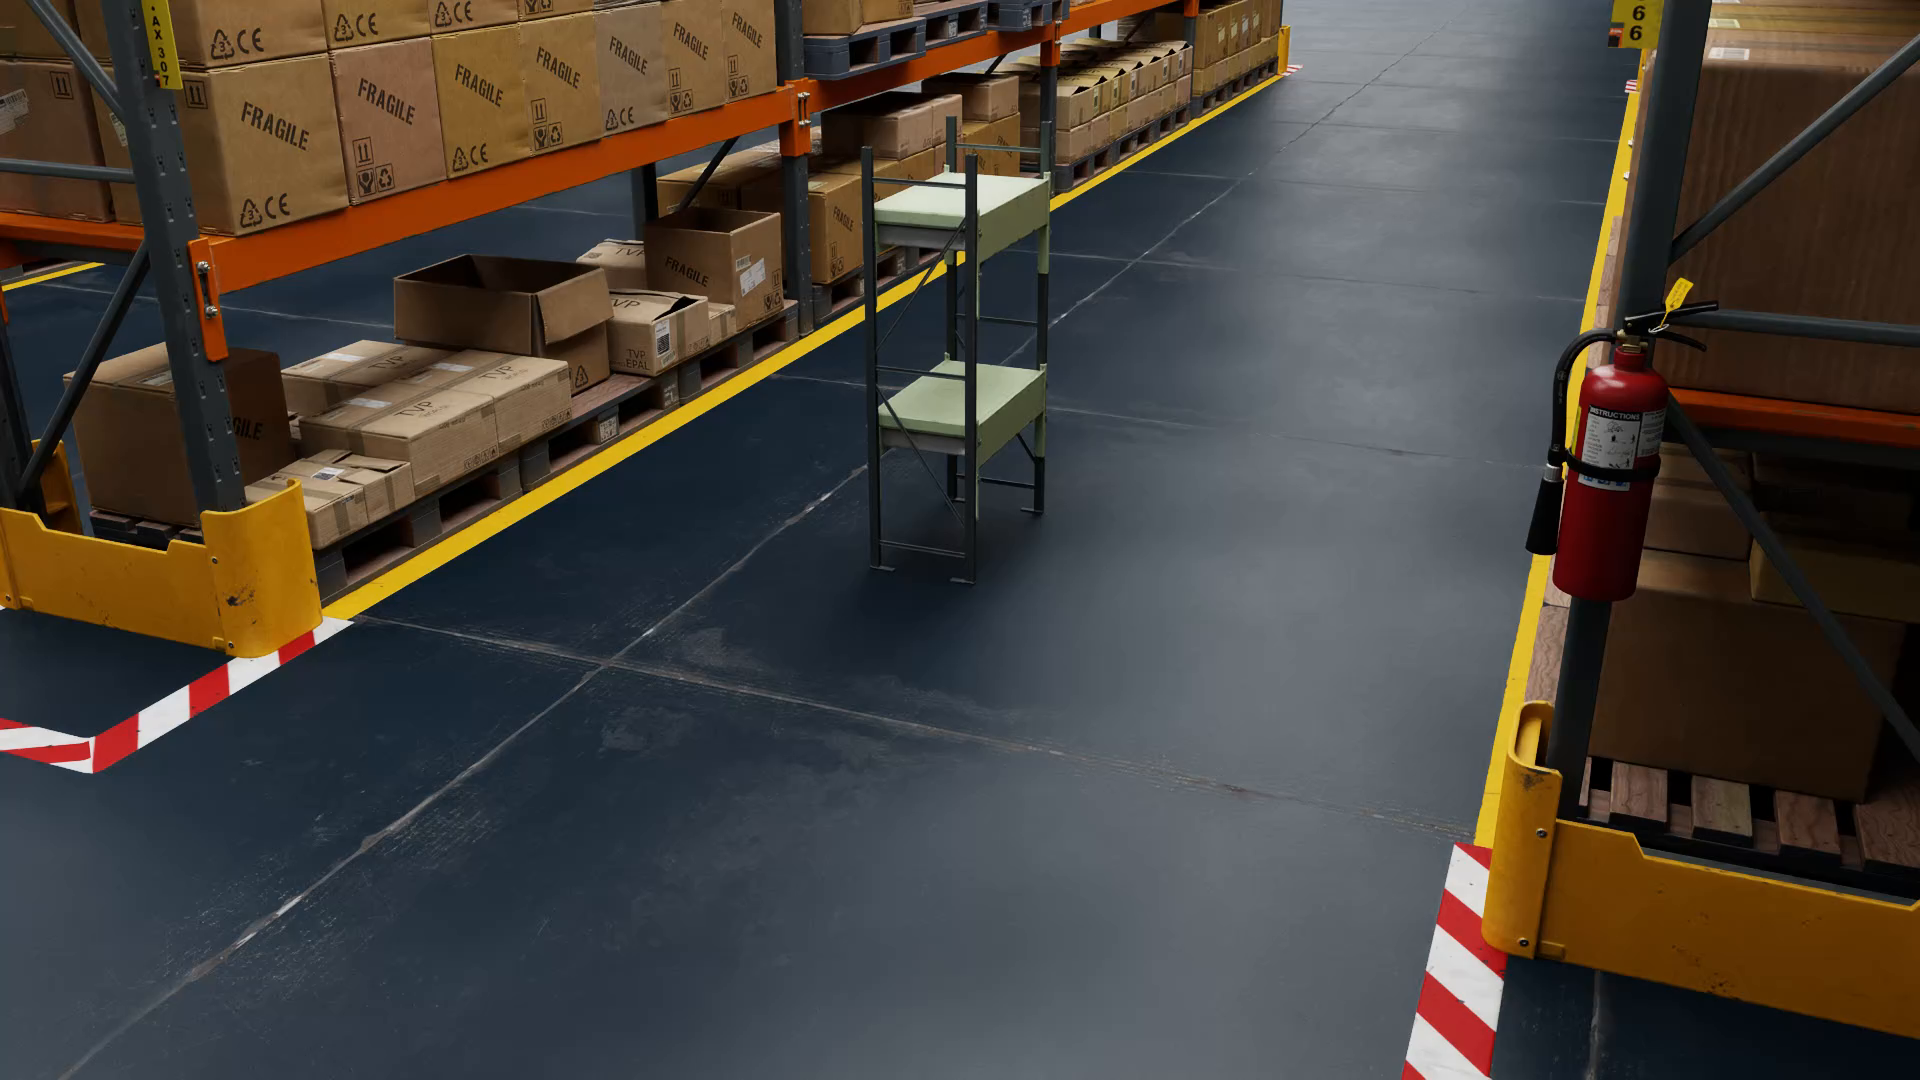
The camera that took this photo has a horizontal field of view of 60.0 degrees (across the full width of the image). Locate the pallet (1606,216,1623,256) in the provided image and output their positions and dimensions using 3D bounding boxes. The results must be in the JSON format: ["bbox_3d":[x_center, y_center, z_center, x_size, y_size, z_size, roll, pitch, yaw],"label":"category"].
[{"bbox_3d":[4.454,-1.710,10.071,1.003,0.211,1.213,9,24,20],"label":"pallet"}]

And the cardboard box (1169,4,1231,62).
[{"bbox_3d":[2.343,-4.980,16.330,0.500,0.500,0.500,9,24,20],"label":"cardboard box"}]

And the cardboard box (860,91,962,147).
[{"bbox_3d":[-0.307,-2.616,10.321,0.500,0.250,0.500,8,24,19],"label":"cardboard box"}]

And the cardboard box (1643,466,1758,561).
[{"bbox_3d":[1.890,-0.082,4.412,0.380,0.149,0.250,8,24,19],"label":"cardboard box"}]

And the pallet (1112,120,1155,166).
[{"bbox_3d":[1.012,-3.414,14.149,1.003,0.211,1.213,9,24,20],"label":"pallet"}]

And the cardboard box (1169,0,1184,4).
[{"bbox_3d":[2.050,-5.233,16.935,0.500,0.500,0.500,9,24,20],"label":"cardboard box"}]

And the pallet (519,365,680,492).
[{"bbox_3d":[-1.978,-0.574,7.351,1.003,0.211,1.213,9,24,20],"label":"pallet"}]

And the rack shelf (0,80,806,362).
[{"bbox_3d":[-2.013,-1.497,6.876,1.077,0.370,4.000,9,24,20],"label":"rack shelf"}]

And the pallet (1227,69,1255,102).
[{"bbox_3d":[2.487,-4.838,17.558,1.003,0.211,1.213,9,24,20],"label":"pallet"}]

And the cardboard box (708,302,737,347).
[{"bbox_3d":[-1.302,-1.045,7.988,0.380,0.149,0.250,9,24,20],"label":"cardboard box"}]

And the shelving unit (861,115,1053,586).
[{"bbox_3d":[0.002,-0.694,5.967,0.431,1.500,0.755,9,24,20],"label":"shelving unit"}]

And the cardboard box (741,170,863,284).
[{"bbox_3d":[-0.864,-1.733,9.179,0.500,0.500,0.500,8,24,18],"label":"cardboard box"}]

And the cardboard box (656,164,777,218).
[{"bbox_3d":[-1.353,-1.812,9.369,0.500,0.500,0.500,9,24,20],"label":"cardboard box"}]

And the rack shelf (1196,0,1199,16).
[{"bbox_3d":[2.444,-5.791,17.157,1.077,0.370,4.000,9,24,20],"label":"rack shelf"}]

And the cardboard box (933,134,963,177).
[{"bbox_3d":[-0.295,-2.284,10.498,0.500,0.500,0.500,8,24,18],"label":"cardboard box"}]

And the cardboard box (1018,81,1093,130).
[{"bbox_3d":[0.683,-3.305,12.567,0.500,0.311,0.500,10,25,22],"label":"cardboard box"}]

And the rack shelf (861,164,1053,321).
[{"bbox_3d":[0.002,-1.055,5.816,0.431,0.370,0.720,9,24,20],"label":"rack shelf"}]

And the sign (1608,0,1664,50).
[{"bbox_3d":[1.346,-1.132,3.258,0.100,0.325,0.005,9,24,20],"label":"sign"}]

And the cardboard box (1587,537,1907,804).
[{"bbox_3d":[2.012,0.289,4.364,0.700,0.500,0.500,9,24,20],"label":"cardboard box"}]

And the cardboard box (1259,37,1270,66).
[{"bbox_3d":[3.088,-5.349,18.187,0.500,0.250,0.500,9,24,20],"label":"cardboard box"}]

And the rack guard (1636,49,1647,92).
[{"bbox_3d":[7.760,-4.951,17.453,1.175,0.500,0.348,9,24,20],"label":"rack guard"}]

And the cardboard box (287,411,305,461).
[{"bbox_3d":[-2.549,-0.371,6.352,0.380,0.166,0.250,9,24,20],"label":"cardboard box"}]

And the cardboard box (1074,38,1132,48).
[{"bbox_3d":[1.317,-4.479,15.377,0.500,0.311,0.500,9,24,20],"label":"cardboard box"}]

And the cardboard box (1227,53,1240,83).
[{"bbox_3d":[2.536,-4.812,16.900,0.500,0.250,0.500,9,24,20],"label":"cardboard box"}]

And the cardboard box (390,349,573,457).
[{"bbox_3d":[-1.919,-0.560,6.694,0.500,0.250,0.500,9,24,20],"label":"cardboard box"}]

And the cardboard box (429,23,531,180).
[{"bbox_3d":[-1.970,-1.645,6.167,0.500,0.500,0.500,9,24,20],"label":"cardboard box"}]

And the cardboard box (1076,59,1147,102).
[{"bbox_3d":[1.252,-3.861,13.896,0.500,0.311,0.500,8,24,19],"label":"cardboard box"}]

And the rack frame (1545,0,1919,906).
[{"bbox_3d":[1.845,-0.406,3.329,1.000,3.000,0.127,9,24,20],"label":"rack frame"}]

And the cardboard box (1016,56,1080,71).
[{"bbox_3d":[0.747,-3.929,14.059,0.500,0.311,0.500,9,24,22],"label":"cardboard box"}]

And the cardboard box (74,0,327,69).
[{"bbox_3d":[-2.346,-1.742,5.102,0.500,0.500,0.500,10,25,22],"label":"cardboard box"}]

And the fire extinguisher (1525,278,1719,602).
[{"bbox_3d":[1.360,-0.210,3.445,0.296,0.674,0.183,9,24,20],"label":"fire extinguisher"}]

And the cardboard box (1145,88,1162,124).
[{"bbox_3d":[1.437,-3.779,14.428,0.500,0.250,0.500,9,24,21],"label":"cardboard box"}]

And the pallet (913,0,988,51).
[{"bbox_3d":[-0.502,-3.191,10.247,1.003,0.211,1.213,9,24,20],"label":"pallet"}]

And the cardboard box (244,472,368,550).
[{"bbox_3d":[-2.281,-0.102,5.730,0.380,0.149,0.250,9,24,20],"label":"cardboard box"}]

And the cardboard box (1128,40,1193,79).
[{"bbox_3d":[1.817,-4.406,15.200,0.500,0.311,0.500,9,24,20],"label":"cardboard box"}]

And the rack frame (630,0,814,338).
[{"bbox_3d":[-1.270,-2.545,8.451,1.000,3.000,0.127,9,24,20],"label":"rack frame"}]

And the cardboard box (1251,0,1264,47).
[{"bbox_3d":[2.907,-5.516,17.613,0.500,0.500,0.500,9,24,20],"label":"cardboard box"}]

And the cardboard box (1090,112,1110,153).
[{"bbox_3d":[0.869,-3.227,13.106,0.500,0.250,0.500,8,24,19],"label":"cardboard box"}]

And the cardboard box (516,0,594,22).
[{"bbox_3d":[-1.781,-2.290,6.415,0.500,0.500,0.500,9,24,20],"label":"cardboard box"}]

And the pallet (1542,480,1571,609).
[{"bbox_3d":[2.524,0.149,5.620,1.003,0.211,1.213,9,24,20],"label":"pallet"}]

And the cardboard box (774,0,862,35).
[{"bbox_3d":[-0.886,-2.922,8.680,0.700,0.500,0.500,1,23,2],"label":"cardboard box"}]

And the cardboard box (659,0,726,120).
[{"bbox_3d":[-1.408,-2.191,7.473,0.500,0.500,0.500,9,24,22],"label":"cardboard box"}]

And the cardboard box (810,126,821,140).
[{"bbox_3d":[-0.788,-2.349,10.655,0.500,0.500,0.500,8,24,18],"label":"cardboard box"}]

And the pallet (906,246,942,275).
[{"bbox_3d":[-0.551,-1.993,10.747,1.003,0.211,1.213,9,24,20],"label":"pallet"}]

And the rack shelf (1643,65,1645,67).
[{"bbox_3d":[5.559,-3.652,12.035,1.077,0.370,4.000,9,24,20],"label":"rack shelf"}]

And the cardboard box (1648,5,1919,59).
[{"bbox_3d":[2.285,-0.990,4.339,0.980,0.700,0.700,9,24,20],"label":"cardboard box"}]

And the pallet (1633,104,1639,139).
[{"bbox_3d":[6.519,-3.659,14.735,1.003,0.211,1.213,9,24,20],"label":"pallet"}]
